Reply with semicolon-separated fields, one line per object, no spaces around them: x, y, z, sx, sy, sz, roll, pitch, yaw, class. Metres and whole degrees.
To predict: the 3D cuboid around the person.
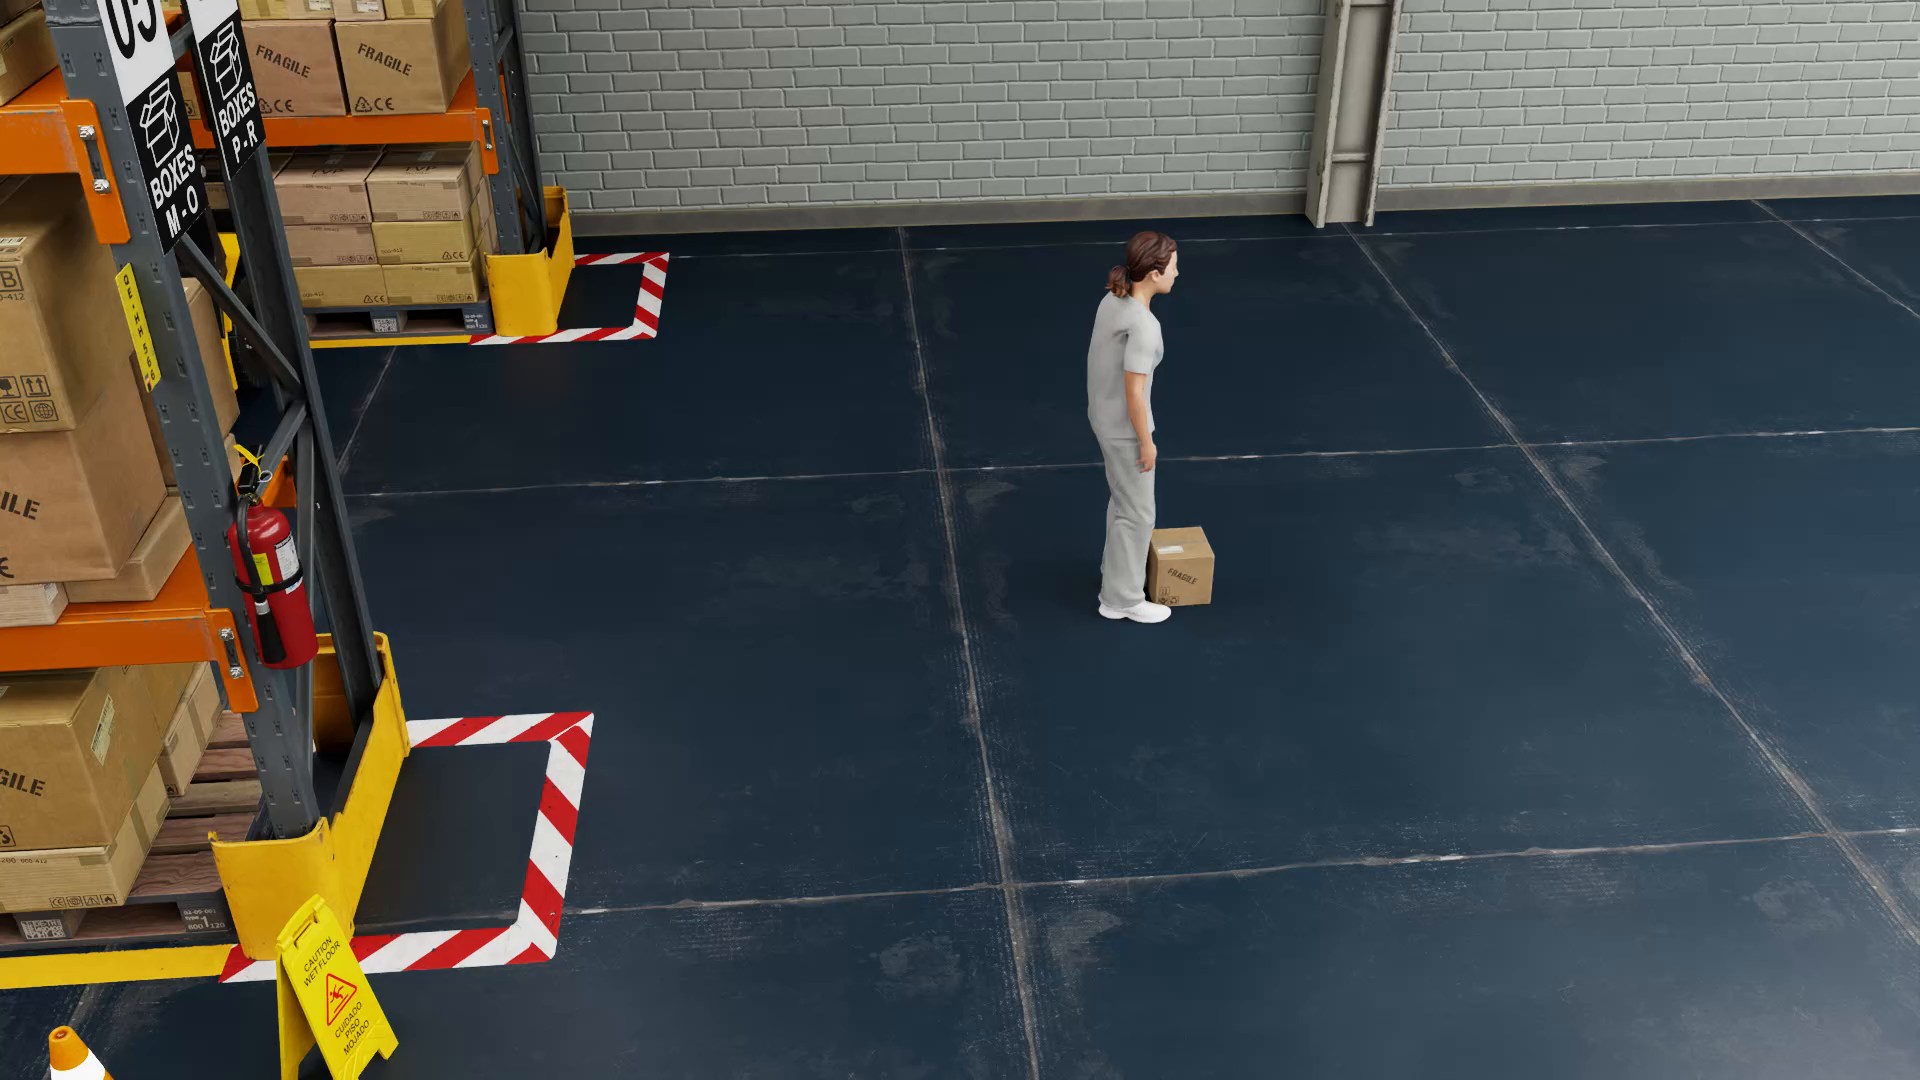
0.738;-0.475;6.920;0.416;1.671;0.504;-4;32;-7;person
